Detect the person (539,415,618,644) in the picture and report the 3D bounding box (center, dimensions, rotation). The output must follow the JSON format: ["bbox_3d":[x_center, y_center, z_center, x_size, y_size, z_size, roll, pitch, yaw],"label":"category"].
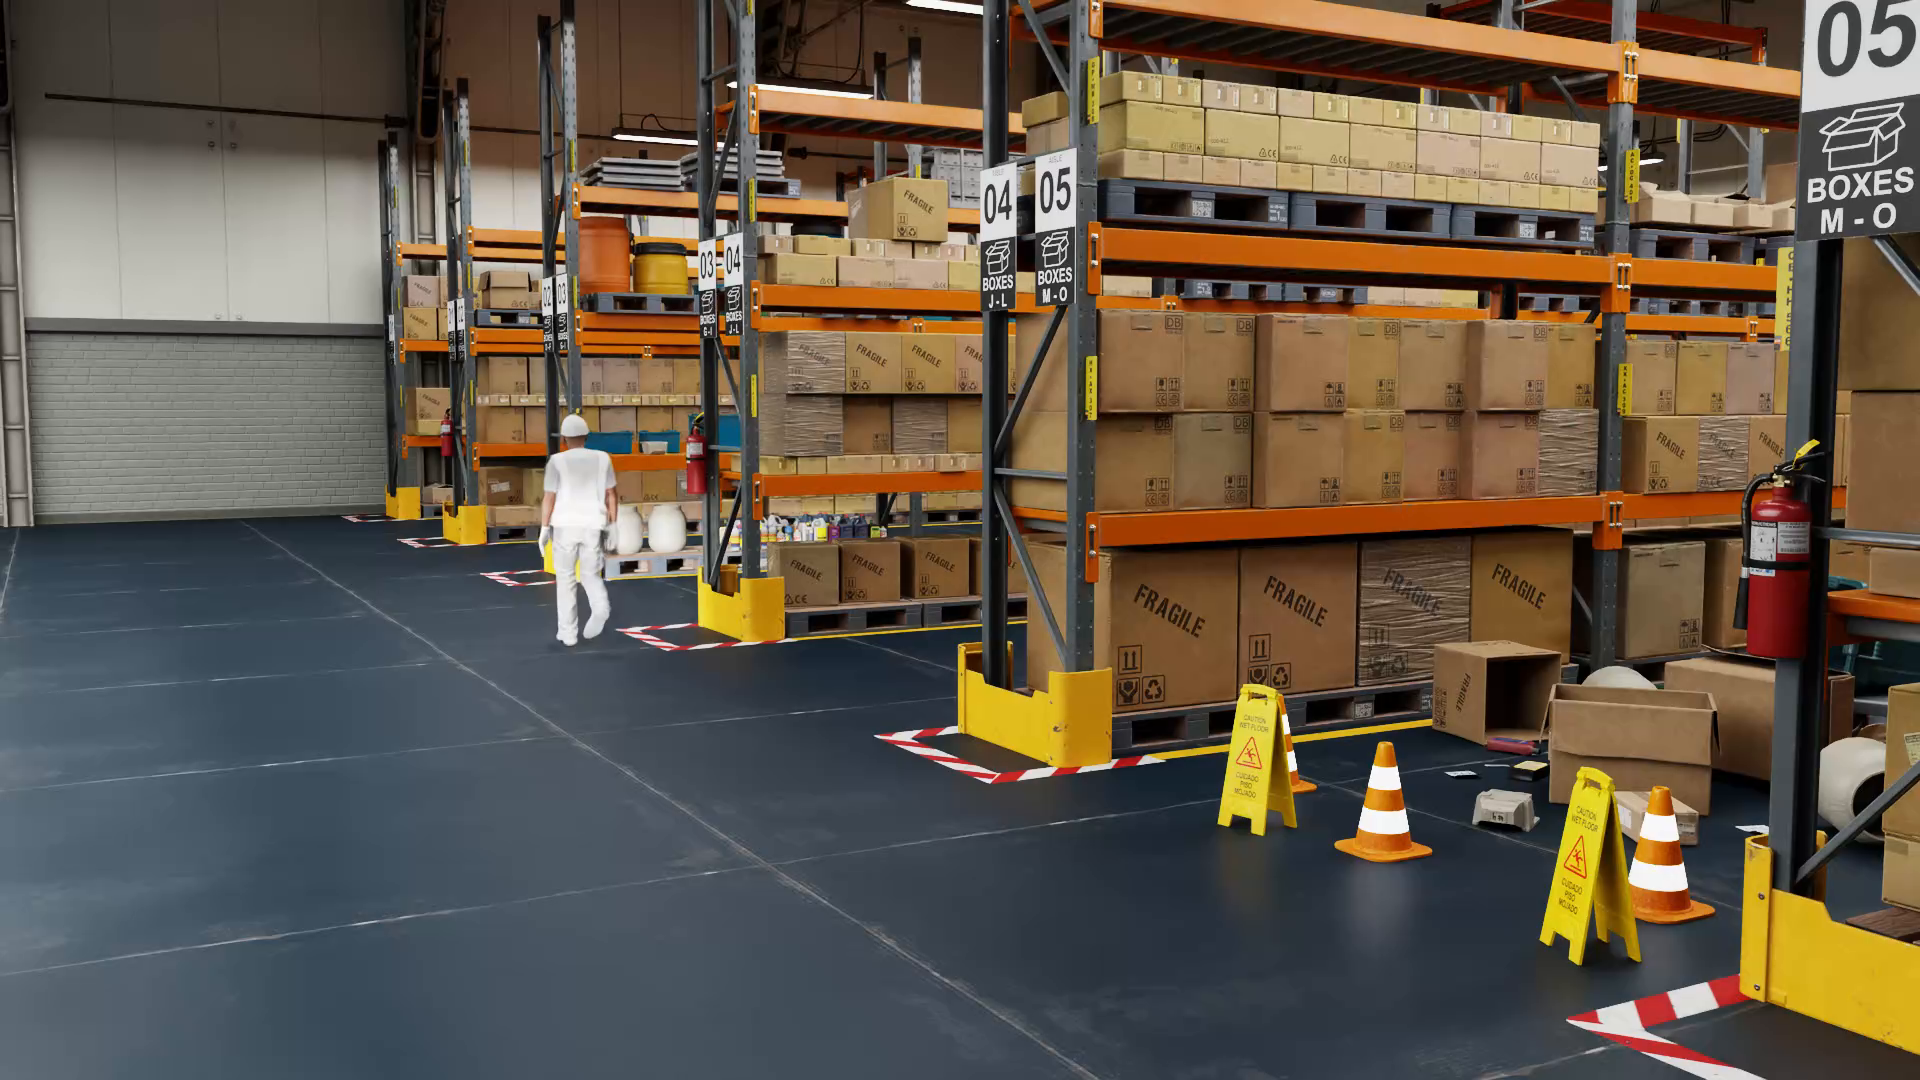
[{"bbox_3d":[-2.918,-0.079,12.814,0.619,1.771,0.632,-3,6,-29],"label":"person"}]
